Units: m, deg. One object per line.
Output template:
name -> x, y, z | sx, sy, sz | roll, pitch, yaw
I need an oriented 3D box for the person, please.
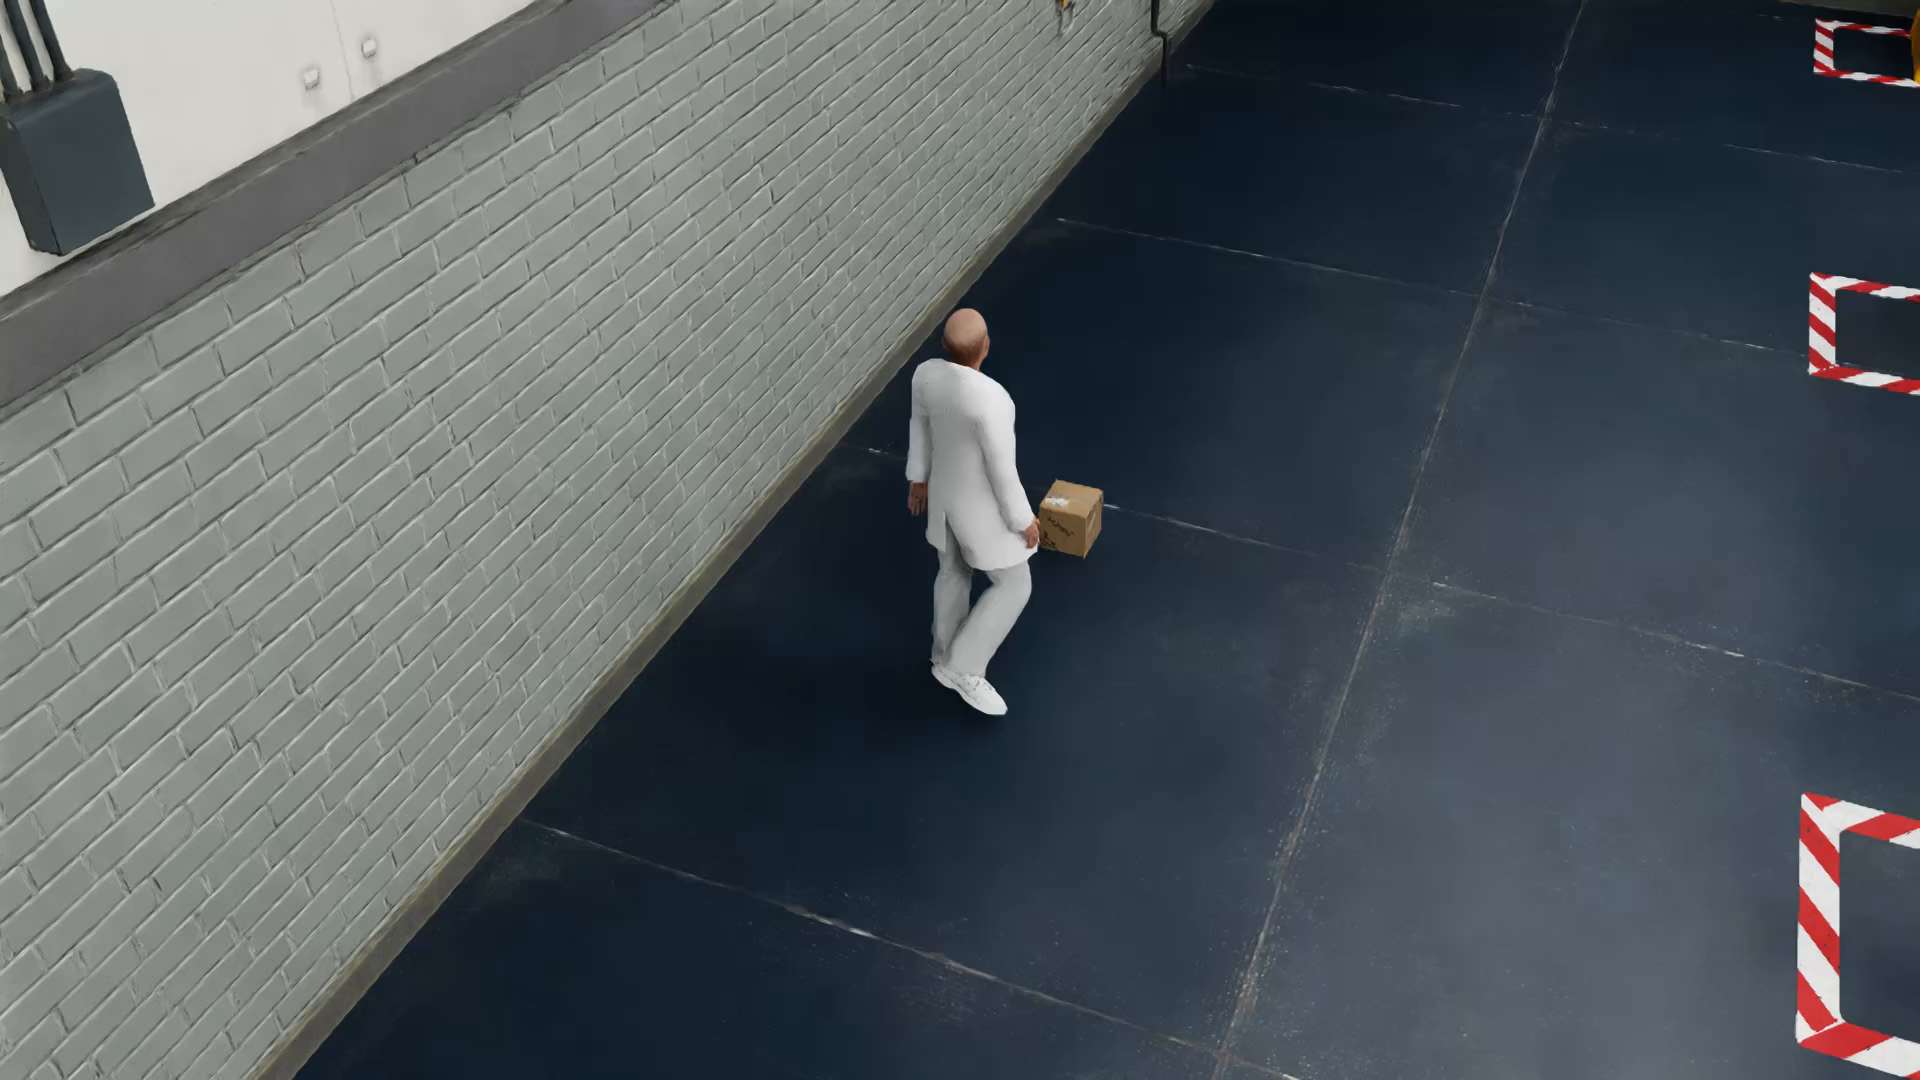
person -> 0.049, -0.124, 6.967 | 0.514, 1.771, 0.768 | -24, 43, -28
